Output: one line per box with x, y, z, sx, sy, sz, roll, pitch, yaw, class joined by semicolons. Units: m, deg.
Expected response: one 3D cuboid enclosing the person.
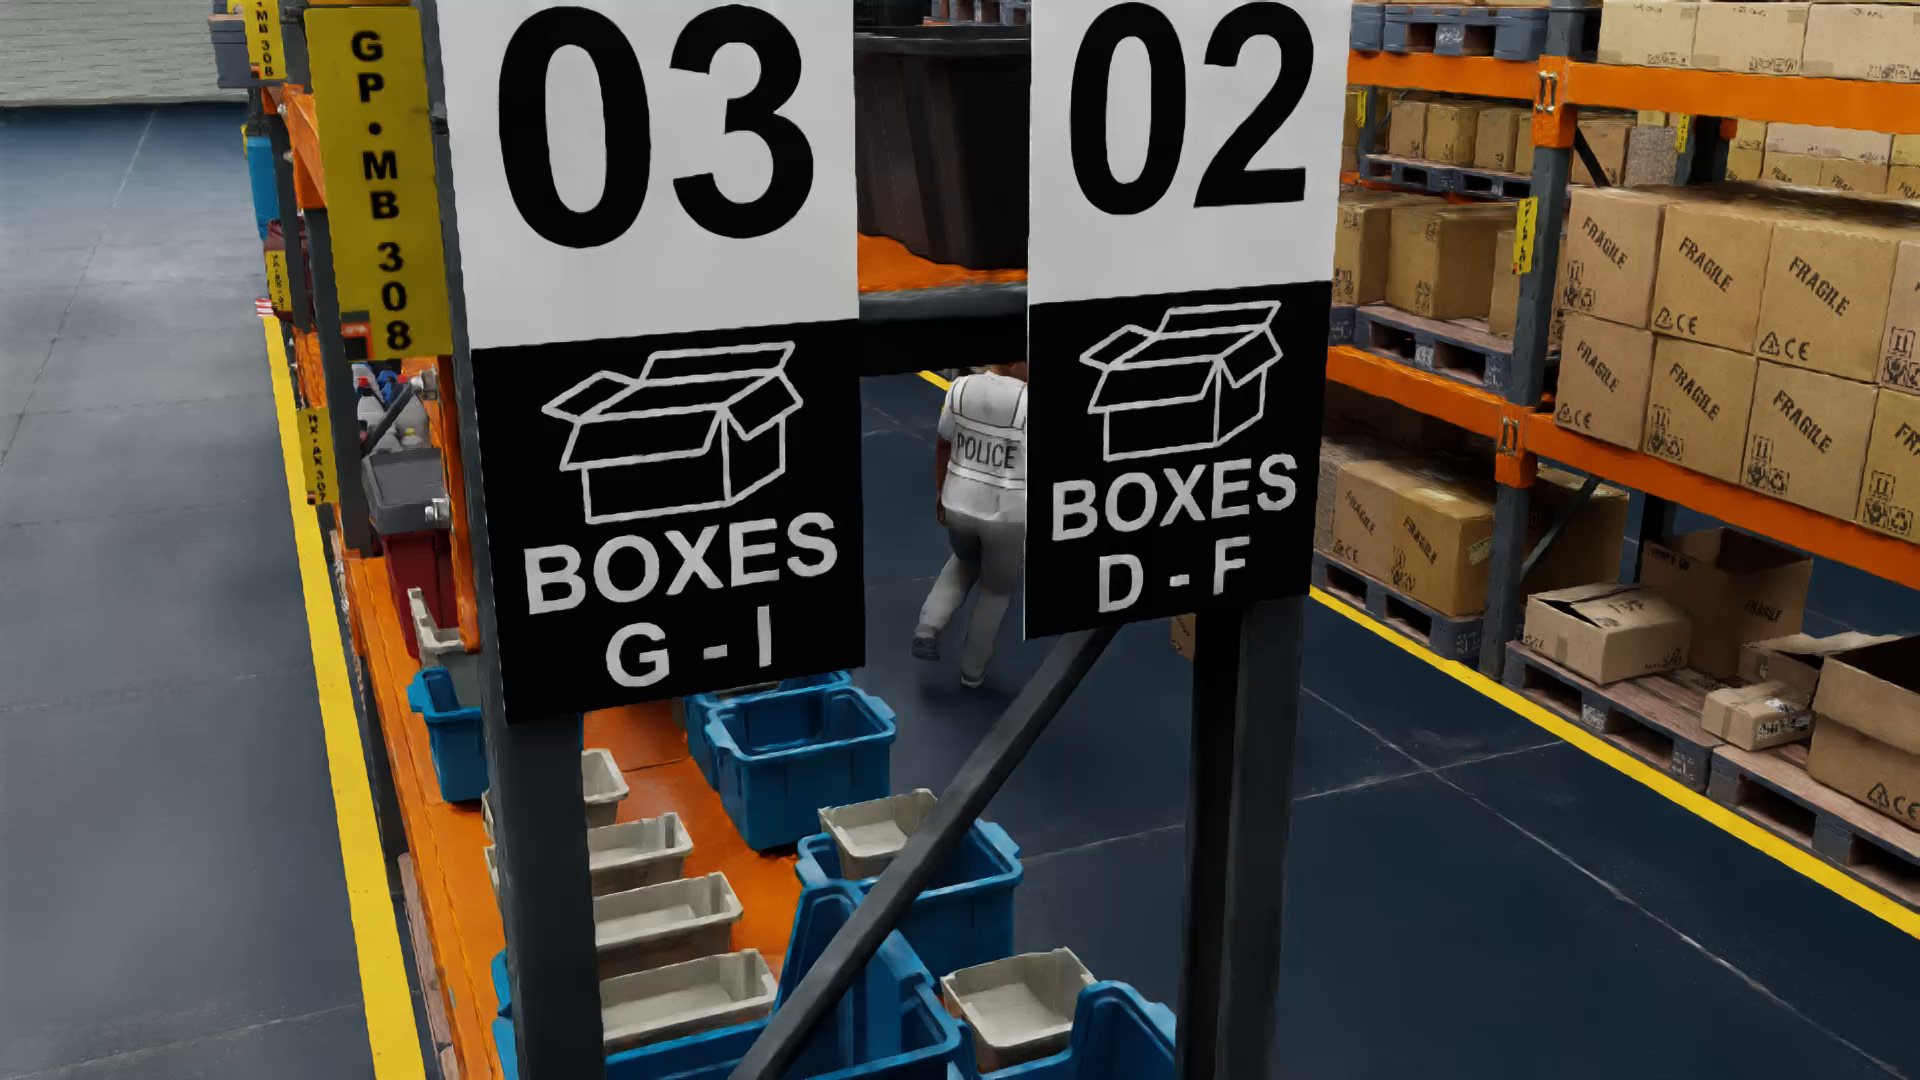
0.127;-0.144;7.510;0.682;1.737;0.497;8;20;23;person
